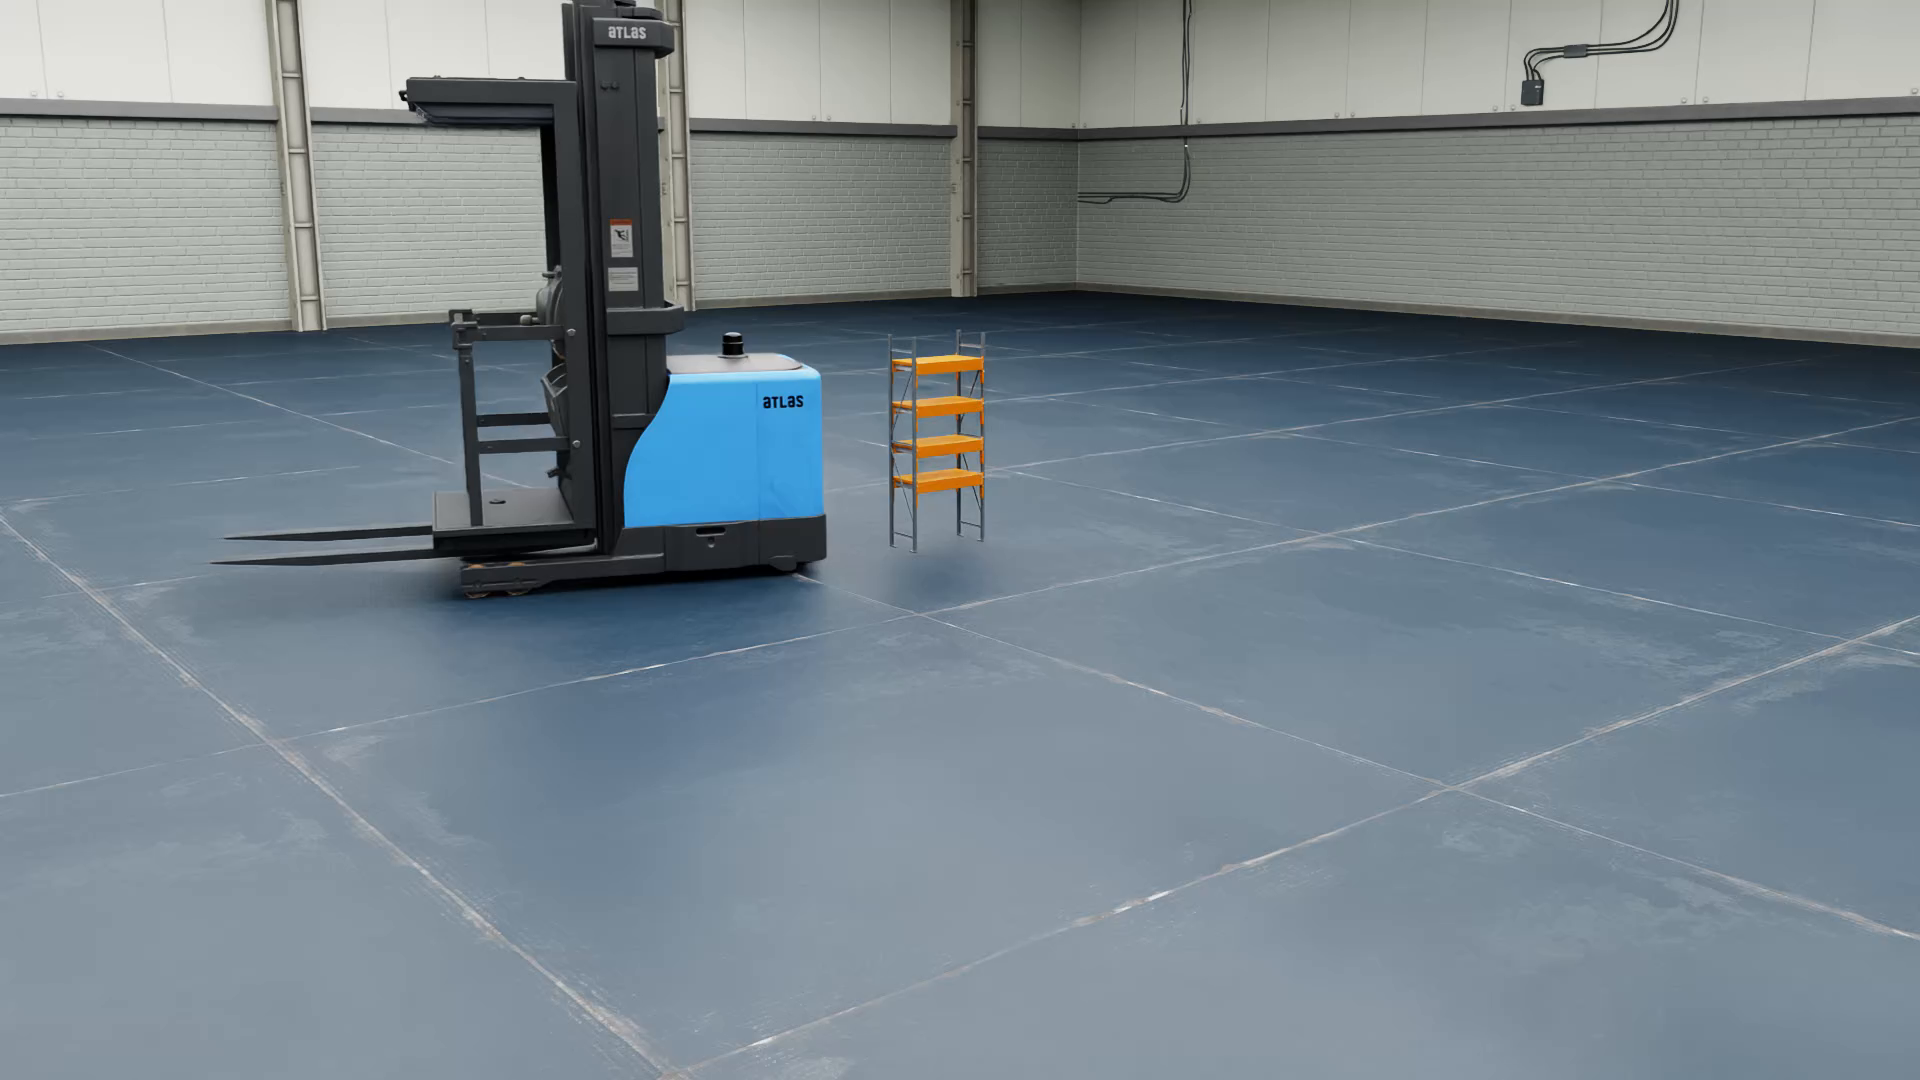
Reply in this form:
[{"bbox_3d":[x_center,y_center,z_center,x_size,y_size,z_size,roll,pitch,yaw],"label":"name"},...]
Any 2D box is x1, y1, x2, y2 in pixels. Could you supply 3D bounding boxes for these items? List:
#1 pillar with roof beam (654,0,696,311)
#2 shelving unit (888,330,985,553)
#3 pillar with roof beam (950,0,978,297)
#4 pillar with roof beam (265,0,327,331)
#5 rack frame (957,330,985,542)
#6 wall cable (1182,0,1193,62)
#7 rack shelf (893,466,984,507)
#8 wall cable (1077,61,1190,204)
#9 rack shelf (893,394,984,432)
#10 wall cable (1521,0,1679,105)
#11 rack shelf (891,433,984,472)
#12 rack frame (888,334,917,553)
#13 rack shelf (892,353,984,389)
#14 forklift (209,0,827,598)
[{"bbox_3d":[-1.923,-7.485,23.215,0.400,9.000,9.100,-9,15,-38],"label":"pillar with roof beam"},{"bbox_3d":[-0.129,-0.565,9.403,0.503,1.200,0.258,-9,15,-38],"label":"shelving unit"},{"bbox_3d":[2.762,-8.264,26.881,0.400,9.000,9.100,-9,15,-38],"label":"pillar with roof beam"},{"bbox_3d":[-6.608,-6.707,19.548,0.400,9.000,9.100,-9,15,-38],"label":"pillar with roof beam"},{"bbox_3d":[0.061,-0.597,9.552,0.015,1.200,0.240,-9,15,-38],"label":"rack frame"},{"bbox_3d":[4.889,-9.643,28.691,0.112,2.526,3.097,-9,15,-38],"label":"wall cable"},{"bbox_3d":[-0.129,-0.305,9.458,0.480,0.148,0.258,-9,15,-38],"label":"rack shelf"},{"bbox_3d":[3.199,-7.611,31.282,0.112,2.526,3.097,-9,15,-38],"label":"wall cable"},{"bbox_3d":[-0.129,-0.718,9.371,0.480,0.148,0.258,-9,15,-38],"label":"rack shelf"},{"bbox_3d":[9.117,-9.252,23.346,0.169,6.003,2.305,-9,15,-38],"label":"wall cable"},{"bbox_3d":[-0.129,-0.500,9.417,0.480,0.148,0.258,-9,15,-38],"label":"rack shelf"},{"bbox_3d":[-0.320,-0.534,9.254,0.015,1.200,0.240,-9,15,-38],"label":"rack frame"},{"bbox_3d":[-0.129,-0.950,9.321,0.480,0.148,0.258,-9,15,-38],"label":"rack shelf"},{"bbox_3d":[-2.285,-1.267,8.537,3.031,2.935,1.130,-4,13,-17],"label":"forklift"}]
